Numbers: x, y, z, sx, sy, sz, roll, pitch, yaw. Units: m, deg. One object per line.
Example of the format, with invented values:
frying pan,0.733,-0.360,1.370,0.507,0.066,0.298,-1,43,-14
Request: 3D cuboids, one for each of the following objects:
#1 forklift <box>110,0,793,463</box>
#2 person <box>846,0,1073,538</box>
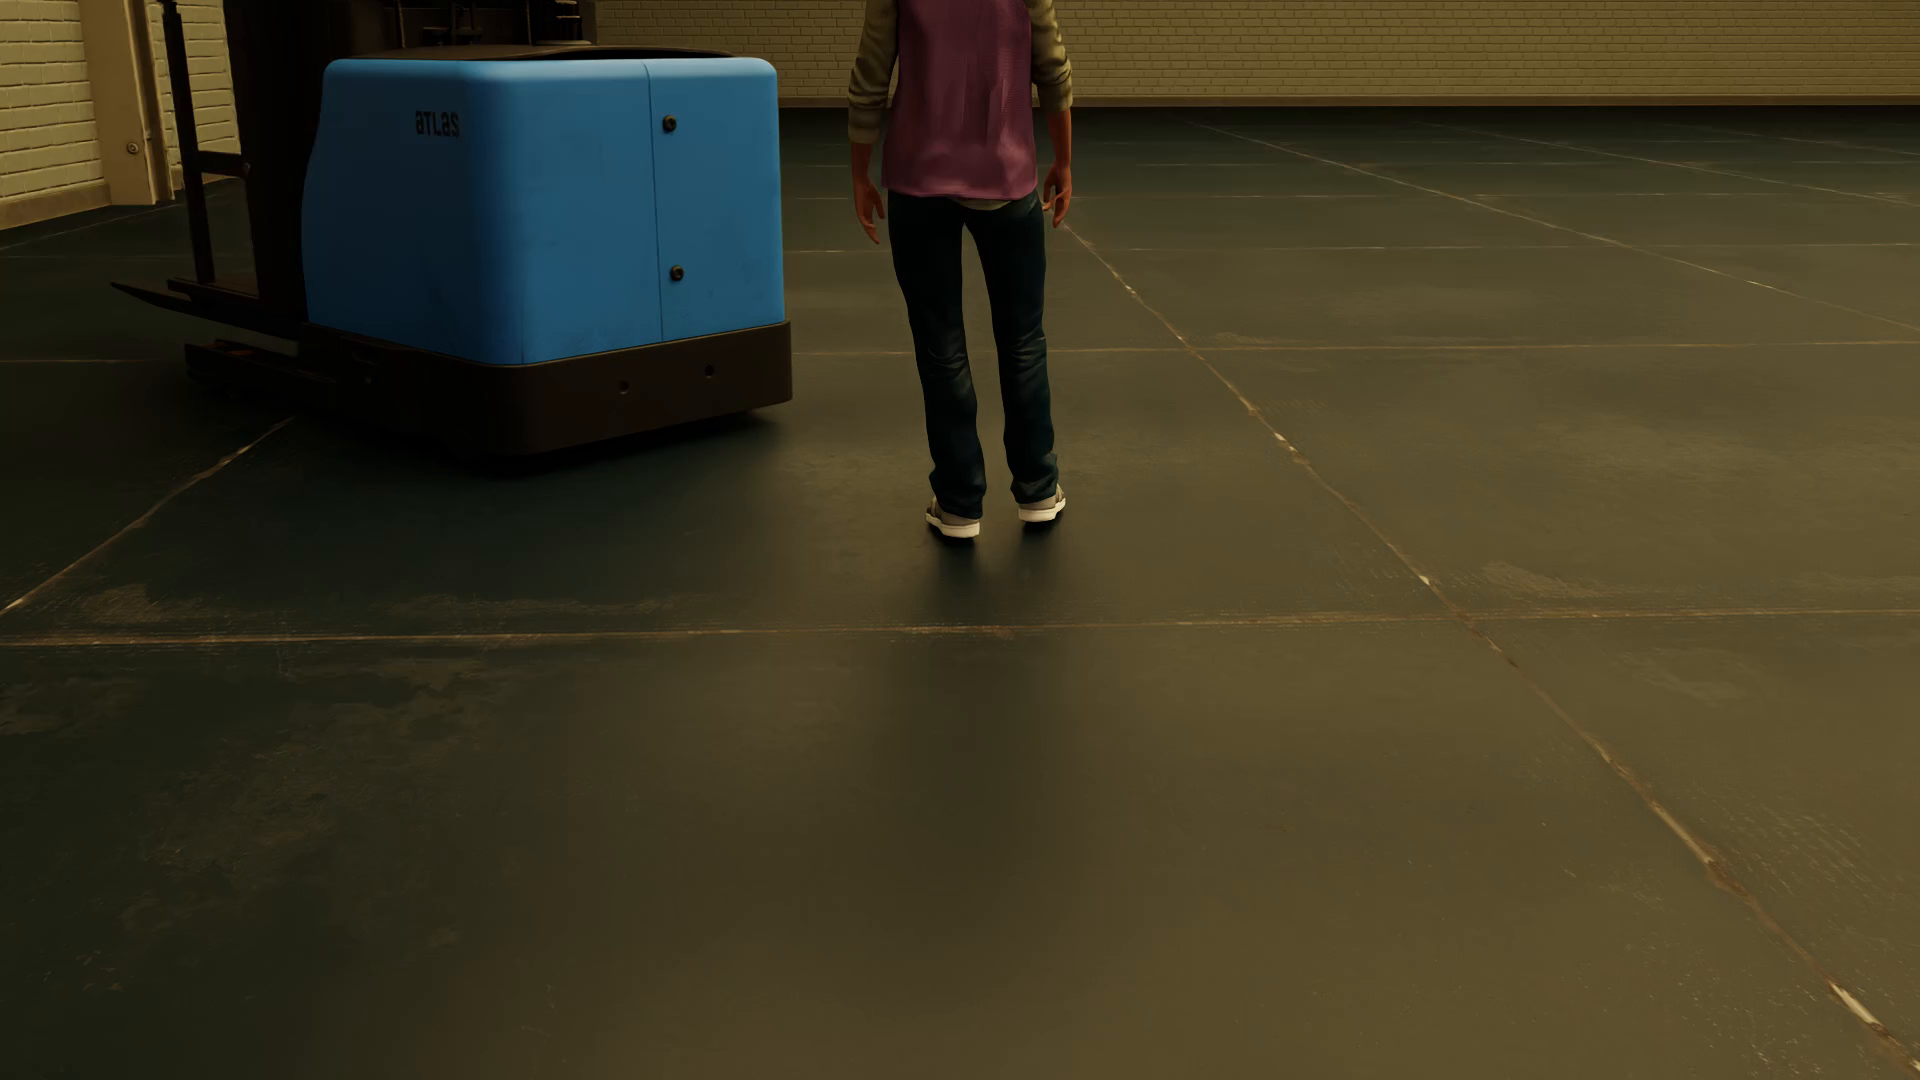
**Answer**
forklift,-1.937,-1.955,5.299,3.031,2.935,1.130,15,23,40
person,0.010,-0.792,3.754,0.521,1.599,0.473,-1,17,-3
